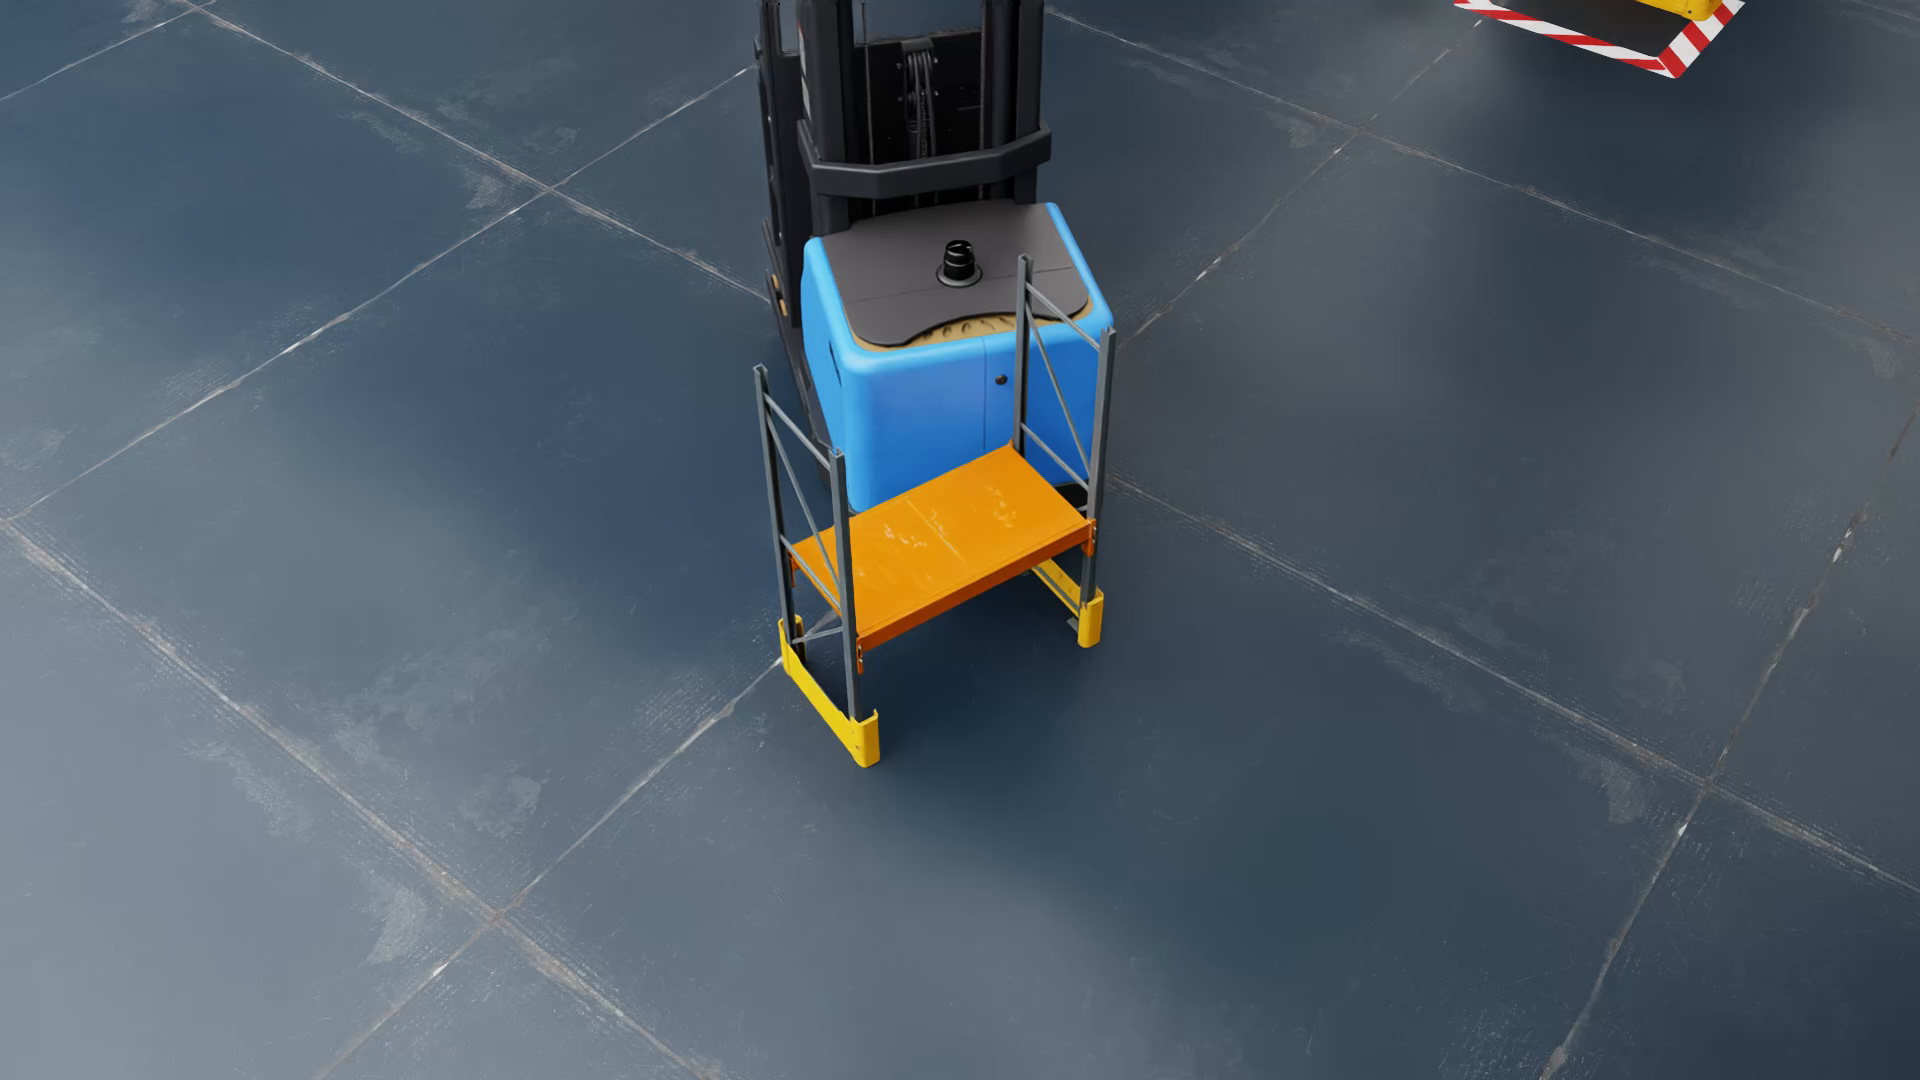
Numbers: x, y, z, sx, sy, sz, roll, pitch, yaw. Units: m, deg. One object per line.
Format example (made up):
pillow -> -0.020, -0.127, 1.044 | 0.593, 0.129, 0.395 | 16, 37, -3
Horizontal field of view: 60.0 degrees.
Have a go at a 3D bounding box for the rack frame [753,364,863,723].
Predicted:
rack frame -> 4.601, -4.814, 10.104 | 15.964, 1.800, 5.842 | -26, 52, -23

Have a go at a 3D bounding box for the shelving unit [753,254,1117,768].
shelving unit -> 4.610, -4.799, 10.090 | 15.973, 1.800, 5.886 | -26, 52, -23

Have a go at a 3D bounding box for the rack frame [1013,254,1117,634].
rack frame -> 0.348, -0.291, 5.991 | 0.032, 1.500, 0.500 | -26, 52, -23

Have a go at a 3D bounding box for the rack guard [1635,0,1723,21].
rack guard -> 3.935, -3.511, 9.758 | 1.175, 0.500, 0.348 | 29, 53, 25

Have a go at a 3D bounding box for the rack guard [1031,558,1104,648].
rack guard -> 0.347, 0.141, 6.442 | 0.087, 0.250, 0.587 | -26, 52, -23

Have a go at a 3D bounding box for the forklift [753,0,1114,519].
forklift -> -0.279, -2.015, 6.648 | 1.130, 2.935, 3.031 | -10, 47, -10

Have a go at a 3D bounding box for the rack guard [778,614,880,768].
rack guard -> -0.477, 0.545, 6.056 | 0.087, 0.250, 0.587 | -26, 52, -23

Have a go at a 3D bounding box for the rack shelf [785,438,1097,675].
rack shelf -> -0.073, 0.039, 5.924 | 1.000, 0.185, 0.538 | -26, 52, -23
